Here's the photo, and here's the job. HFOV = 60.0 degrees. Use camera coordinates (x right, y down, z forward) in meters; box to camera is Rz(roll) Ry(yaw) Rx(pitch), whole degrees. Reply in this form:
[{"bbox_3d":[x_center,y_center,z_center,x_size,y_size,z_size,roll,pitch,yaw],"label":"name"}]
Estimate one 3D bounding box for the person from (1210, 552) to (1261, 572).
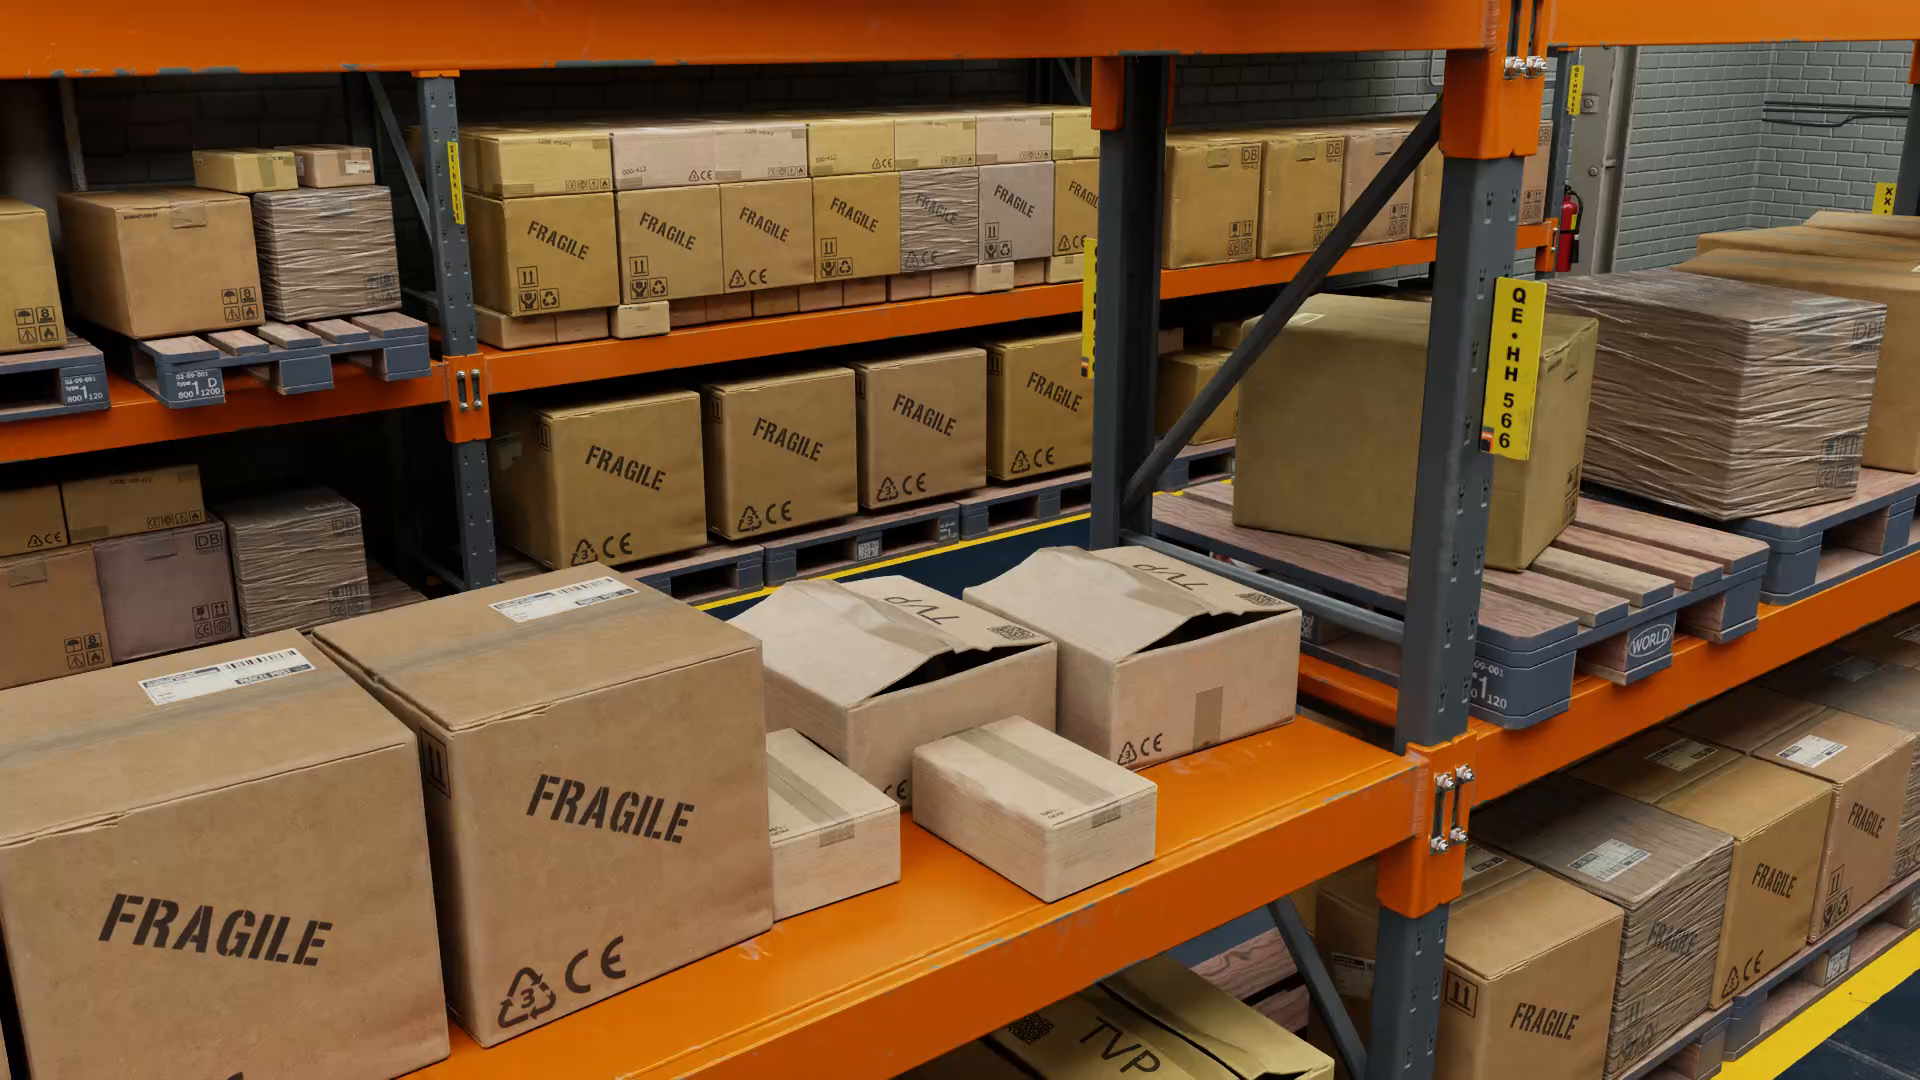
[{"bbox_3d":[0.837,0.325,6.269,0.534,1.007,0.862,-13,22,-36],"label":"person"}]
